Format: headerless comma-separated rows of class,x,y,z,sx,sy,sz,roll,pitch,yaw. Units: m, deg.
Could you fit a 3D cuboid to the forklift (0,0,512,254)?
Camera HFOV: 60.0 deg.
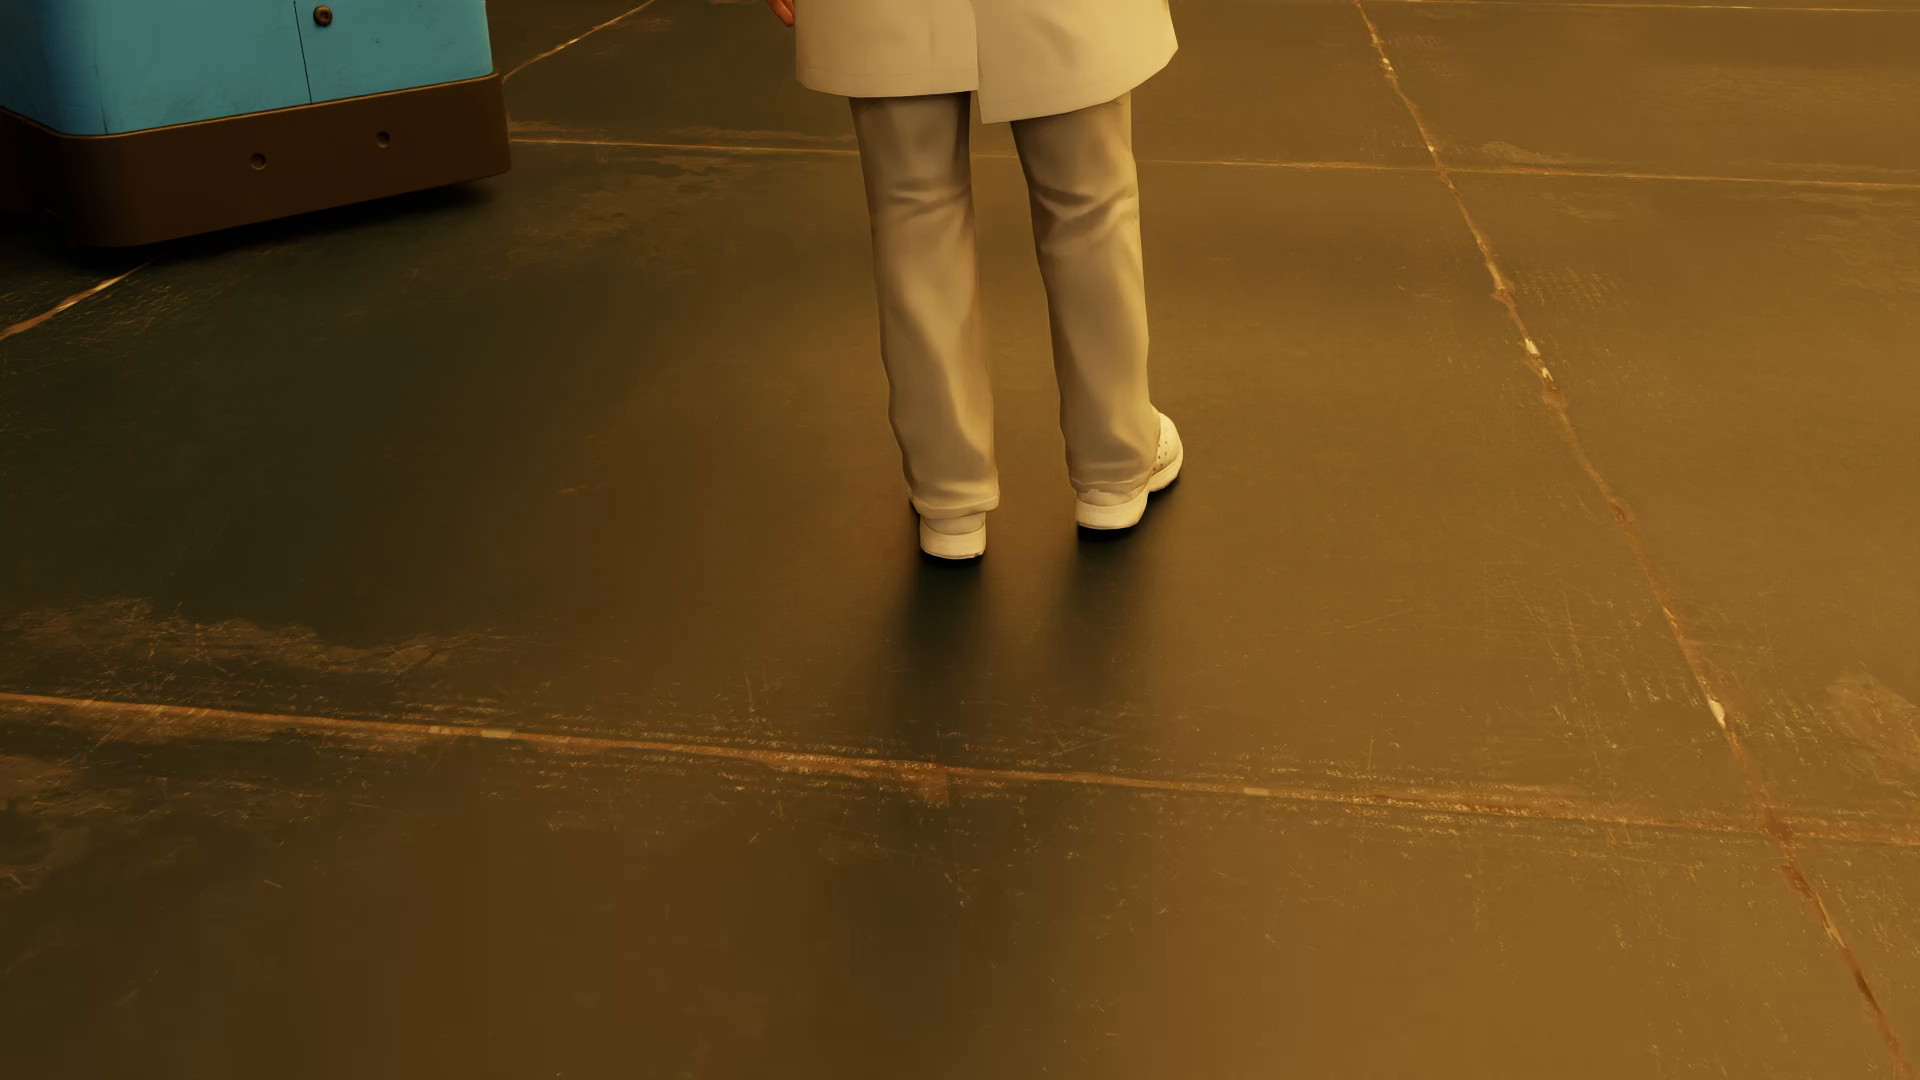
forklift,-2.535,-2.506,4.240,1.130,2.935,3.031,-24,35,-39

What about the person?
person,0.016,-0.843,2.181,0.698,1.778,0.578,3,27,7
